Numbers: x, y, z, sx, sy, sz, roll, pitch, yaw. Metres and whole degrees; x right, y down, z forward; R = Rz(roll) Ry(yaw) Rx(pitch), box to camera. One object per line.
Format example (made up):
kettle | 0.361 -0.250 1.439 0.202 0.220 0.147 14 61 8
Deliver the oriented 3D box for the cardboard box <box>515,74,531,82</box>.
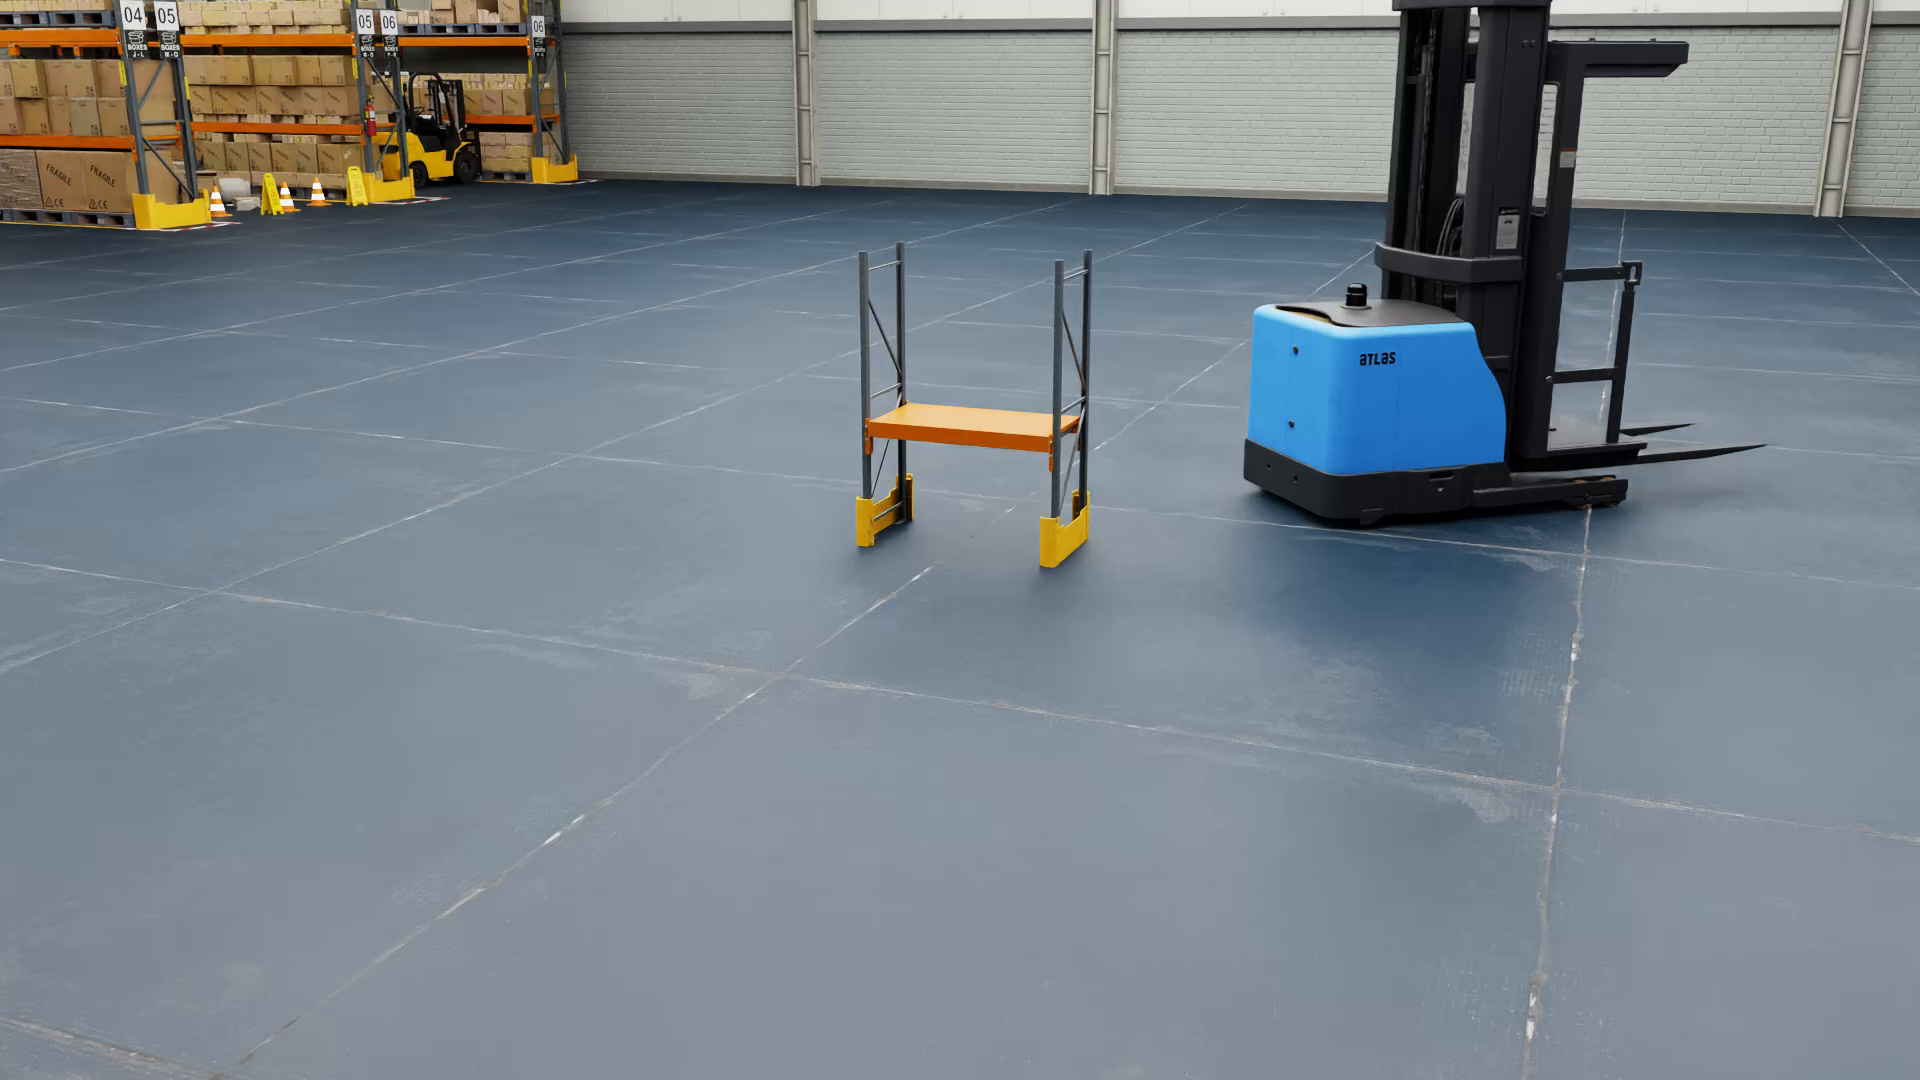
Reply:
cardboard box | -8.649 -9.219 33.173 0.250 0.149 0.380 6 17 21

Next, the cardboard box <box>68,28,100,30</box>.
cardboard box | -16.069 -9.607 30.819 0.637 0.503 0.797 6 17 21

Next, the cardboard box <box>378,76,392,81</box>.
cardboard box | -11.772 -9.537 34.267 0.250 0.149 0.380 7 17 22

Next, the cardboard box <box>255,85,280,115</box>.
cardboard box | -12.055 -7.783 29.390 0.500 0.500 0.500 6 17 21

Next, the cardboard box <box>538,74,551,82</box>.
cardboard box | -8.473 -9.327 33.544 0.250 0.149 0.380 6 17 20

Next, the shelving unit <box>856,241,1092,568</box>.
shelving unit | 0.071 -0.712 8.438 1.083 1.500 0.587 6 17 21

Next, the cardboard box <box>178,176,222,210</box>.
cardboard box | -12.620 -5.771 27.650 0.637 0.503 0.797 -5 17 -18

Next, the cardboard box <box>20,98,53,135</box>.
cardboard box | -13.643 -6.435 25.190 0.500 0.550 0.875 6 17 21

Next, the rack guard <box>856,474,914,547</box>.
rack guard | -0.392 -0.163 8.787 0.087 0.250 0.587 6 17 21

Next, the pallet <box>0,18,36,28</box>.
pallet | -14.743 -7.873 25.193 1.213 0.211 1.003 6 17 21

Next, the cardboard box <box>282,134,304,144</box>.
cardboard box | -11.741 -7.088 29.379 0.250 0.149 0.380 7 18 23

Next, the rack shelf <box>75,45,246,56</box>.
rack shelf | -17.541 -10.853 36.586 4.000 0.370 1.077 6 17 21

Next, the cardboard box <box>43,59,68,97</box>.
cardboard box | -13.126 -6.916 24.911 0.550 0.550 0.875 6 17 21

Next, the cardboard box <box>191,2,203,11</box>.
cardboard box | -13.352 -9.423 29.392 0.250 0.149 0.380 7 18 22

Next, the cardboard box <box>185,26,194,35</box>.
cardboard box | -13.576 -9.079 29.639 0.250 0.149 0.380 6 17 20

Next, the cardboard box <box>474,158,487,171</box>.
cardboard box | -9.713 -7.689 33.957 0.500 0.250 0.500 6 17 21

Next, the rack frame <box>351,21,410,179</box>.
rack frame | -10.057 -7.447 28.945 0.127 3.000 1.000 6 17 21

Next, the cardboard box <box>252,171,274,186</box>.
cardboard box | -12.333 -6.502 29.867 0.500 0.250 0.500 6 17 20

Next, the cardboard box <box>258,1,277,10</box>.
cardboard box | -11.918 -9.256 28.816 0.250 0.149 0.380 7 18 22

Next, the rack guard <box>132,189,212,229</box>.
rack guard | -11.757 -4.950 24.827 0.348 0.500 1.175 6 17 21

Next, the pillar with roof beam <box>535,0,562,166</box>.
pillar with roof beam | -10.135 -10.804 29.749 0.400 9.000 9.100 6 17 21

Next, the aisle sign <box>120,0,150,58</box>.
aisle sign | -11.823 -7.316 23.832 0.004 0.787 0.394 6 17 21

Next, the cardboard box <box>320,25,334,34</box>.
cardboard box | -10.735 -8.748 28.496 0.250 0.149 0.380 6 17 21

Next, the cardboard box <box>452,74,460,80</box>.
cardboard box | -10.078 -9.374 33.708 0.250 0.149 0.380 7 17 21

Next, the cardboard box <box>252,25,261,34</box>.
cardboard box | -12.141 -8.922 29.097 0.250 0.149 0.380 6 17 21

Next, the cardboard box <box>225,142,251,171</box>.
cardboard box | -12.826 -6.915 29.947 0.500 0.500 0.500 7 18 23

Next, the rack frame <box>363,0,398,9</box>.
rack frame | -11.960 -12.025 33.954 0.127 3.000 1.000 6 17 21

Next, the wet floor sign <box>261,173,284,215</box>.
wet floor sign | -11.025 -5.533 26.574 0.232 0.644 0.267 3 17 11

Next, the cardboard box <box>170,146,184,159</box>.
cardboard box | -17.103 -8.648 36.814 0.500 0.500 0.500 7 18 23

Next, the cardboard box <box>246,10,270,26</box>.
cardboard box | -12.054 -9.095 28.978 0.500 0.250 0.500 6 17 21

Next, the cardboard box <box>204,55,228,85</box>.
cardboard box | -12.981 -8.368 29.611 0.500 0.500 0.700 6 17 21

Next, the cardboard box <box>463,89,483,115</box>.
cardboard box | -9.749 -8.873 33.677 0.500 0.500 0.500 6 17 20

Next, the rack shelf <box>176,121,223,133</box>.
rack shelf | -15.638 -7.715 31.159 4.000 0.370 1.077 6 17 21

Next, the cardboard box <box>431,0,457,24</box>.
cardboard box | -10.186 -10.657 33.504 0.637 0.503 0.797 7 18 22

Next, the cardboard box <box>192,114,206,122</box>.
cardboard box | -13.602 -7.620 29.992 0.250 0.149 0.380 6 17 20

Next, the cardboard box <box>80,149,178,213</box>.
cardboard box | -12.434 -5.386 24.905 0.875 0.875 0.875 6 17 21

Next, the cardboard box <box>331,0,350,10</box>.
cardboard box | -10.480 -9.108 28.306 0.250 0.149 0.380 6 17 21

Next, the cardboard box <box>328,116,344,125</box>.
cardboard box | -10.759 -7.306 28.911 0.250 0.149 0.380 6 17 20

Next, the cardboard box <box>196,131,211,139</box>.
cardboard box | -16.499 -8.870 36.415 0.250 0.149 0.380 5 17 18

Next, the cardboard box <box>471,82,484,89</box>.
cardboard box | -9.624 -9.161 33.507 0.250 0.149 0.380 6 17 19

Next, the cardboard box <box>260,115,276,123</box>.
cardboard box | -12.171 -7.468 29.469 0.250 0.149 0.380 6 17 20

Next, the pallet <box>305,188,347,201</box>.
pallet | -10.870 -6.208 29.678 1.213 0.211 1.003 6 17 21

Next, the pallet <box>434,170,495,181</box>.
pallet | -10.097 -7.588 34.433 1.213 0.211 1.003 6 17 21

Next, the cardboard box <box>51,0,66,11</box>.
cardboard box | -12.921 -7.746 24.115 0.250 0.149 0.380 6 17 21

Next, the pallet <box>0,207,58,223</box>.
pallet | -14.821 -5.125 25.947 1.213 0.211 1.003 6 17 21

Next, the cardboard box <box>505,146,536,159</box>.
cardboard box | -8.806 -7.825 33.528 0.500 0.250 0.500 6 17 20

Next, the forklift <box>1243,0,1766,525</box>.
forklift | 3.218 -1.711 9.309 3.031 2.935 1.130 -5 17 -18

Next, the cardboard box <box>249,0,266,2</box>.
cardboard box | -14.590 -11.128 35.133 0.500 0.500 0.700 6 17 20

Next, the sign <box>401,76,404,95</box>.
sign | -9.858 -8.003 29.309 0.005 0.325 0.100 6 17 21

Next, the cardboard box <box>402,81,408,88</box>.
cardboard box | -11.266 -9.357 34.182 0.250 0.149 0.380 6 17 21
